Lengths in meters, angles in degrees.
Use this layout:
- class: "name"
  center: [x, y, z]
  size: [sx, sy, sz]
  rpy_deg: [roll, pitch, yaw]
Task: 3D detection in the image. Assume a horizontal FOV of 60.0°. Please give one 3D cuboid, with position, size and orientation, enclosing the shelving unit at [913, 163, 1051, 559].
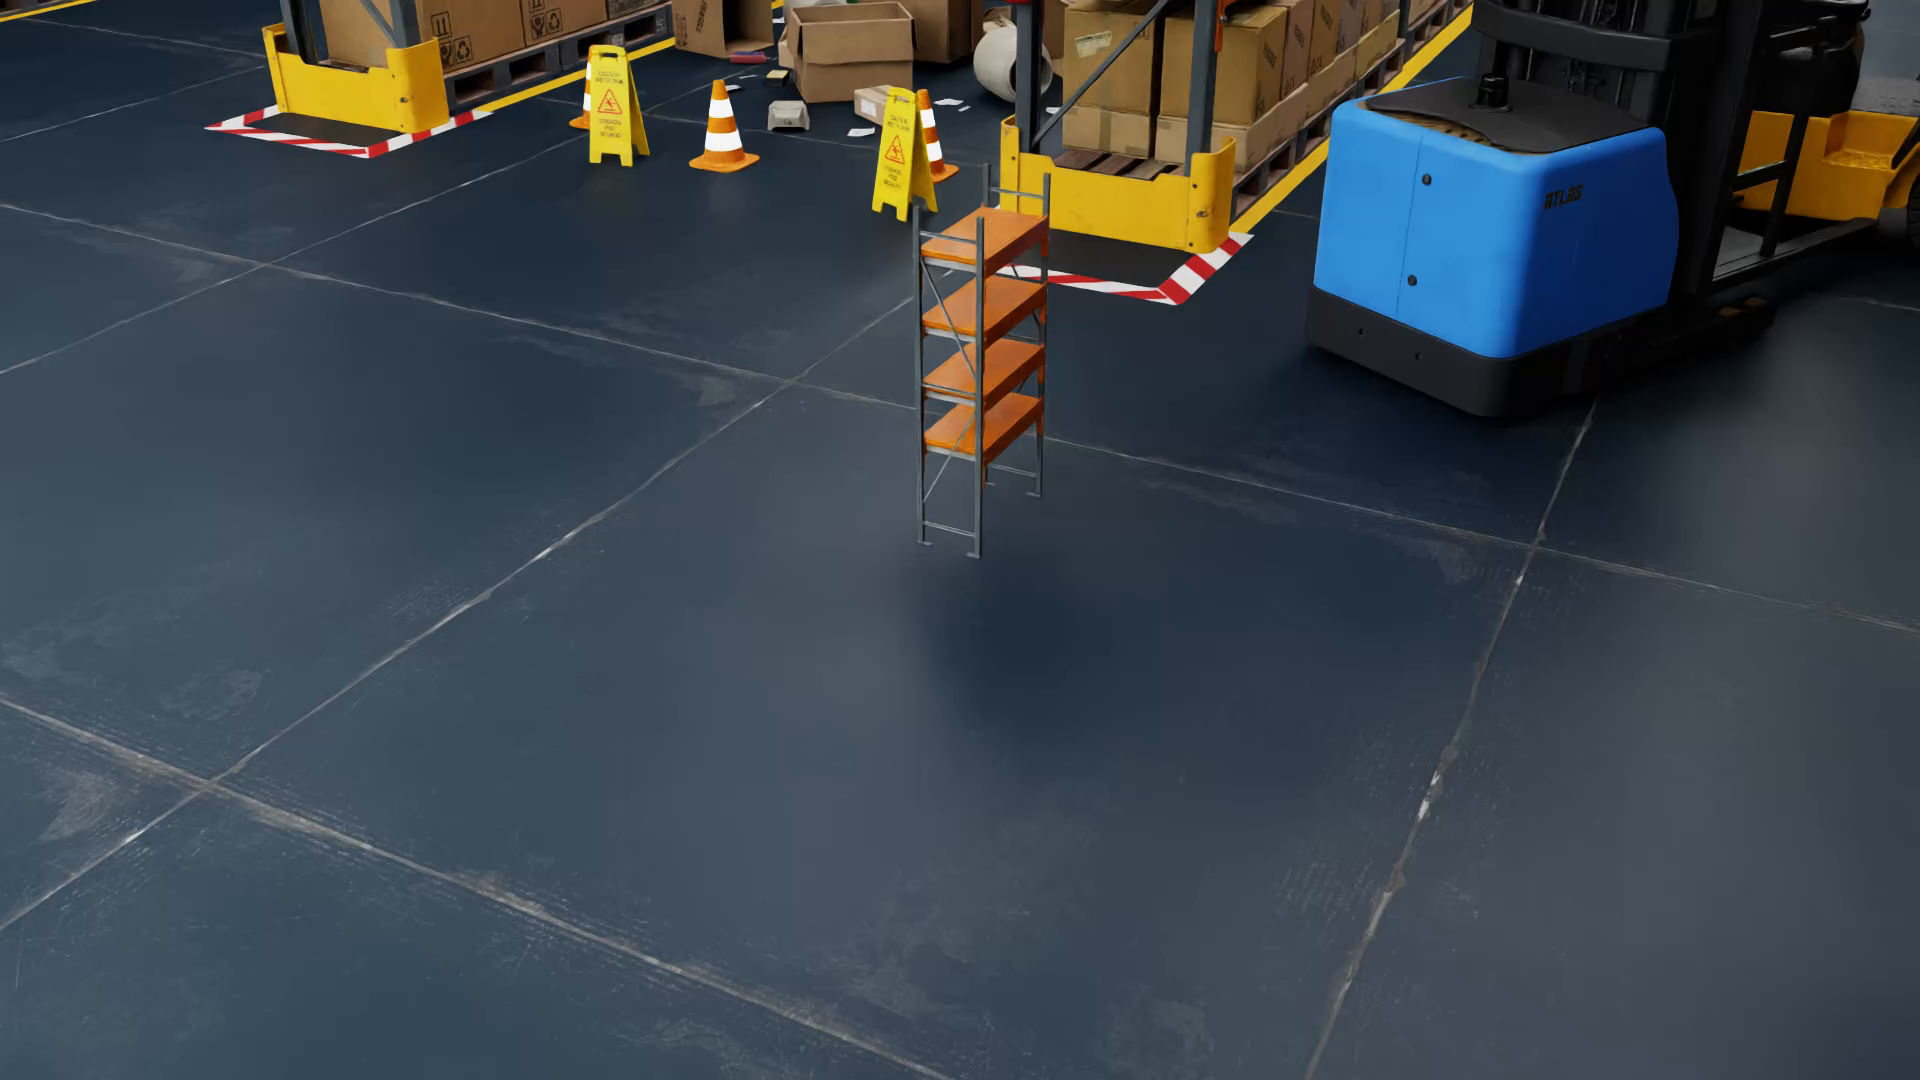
- class: "shelving unit"
  center: [0.075, -0.594, 5.579]
  size: [0.258, 1.200, 0.503]
  rpy_deg: [14, 33, 23]

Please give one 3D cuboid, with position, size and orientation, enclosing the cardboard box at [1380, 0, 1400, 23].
- class: "cardboard box"
  center: [2.541, -3.642, 10.667]
  size: [0.500, 0.500, 0.500]
  rpy_deg: [14, 33, 23]

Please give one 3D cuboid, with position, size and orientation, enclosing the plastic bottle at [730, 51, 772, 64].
- class: "plastic bottle"
  center: [-1.435, -3.333, 11.493]
  size: [0.283, 0.061, 0.133]
  rpy_deg: [4, 30, 6]

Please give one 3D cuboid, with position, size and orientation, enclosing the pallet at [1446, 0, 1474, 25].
- class: "pallet"
  center: [3.479, -4.330, 13.077]
  size: [1.003, 0.211, 1.213]
  rpy_deg: [14, 33, 23]

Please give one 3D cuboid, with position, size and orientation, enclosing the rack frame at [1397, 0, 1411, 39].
- class: "rack frame"
  center: [2.571, -4.650, 10.836]
  size: [1.000, 3.000, 0.127]
  rpy_deg: [14, 33, 23]

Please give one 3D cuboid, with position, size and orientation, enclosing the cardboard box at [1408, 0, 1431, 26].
- class: "cardboard box"
  center: [2.808, -3.926, 11.792]
  size: [0.950, 0.372, 0.625]
  rpy_deg: [15, 33, 24]

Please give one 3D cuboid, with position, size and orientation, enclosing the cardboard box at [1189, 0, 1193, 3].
- class: "cardboard box"
  center: [1.117, -2.839, 9.267]
  size: [0.500, 0.500, 0.500]
  rpy_deg: [16, 33, 25]

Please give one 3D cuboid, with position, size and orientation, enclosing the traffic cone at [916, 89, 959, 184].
- class: "traffic cone"
  center: [-0.203, -2.260, 9.221]
  size: [0.336, 0.463, 0.334]
  rpy_deg: [14, 33, 23]

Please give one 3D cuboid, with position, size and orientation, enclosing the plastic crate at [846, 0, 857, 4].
- class: "plastic crate"
  center: [-0.794, -4.160, 12.748]
  size: [0.662, 0.188, 0.450]
  rpy_deg: [-18, 24, -28]

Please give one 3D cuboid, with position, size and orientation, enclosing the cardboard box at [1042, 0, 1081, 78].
- class: "cardboard box"
  center: [0.872, -3.401, 11.168]
  size: [0.500, 0.500, 0.500]
  rpy_deg: [-12, 32, -20]

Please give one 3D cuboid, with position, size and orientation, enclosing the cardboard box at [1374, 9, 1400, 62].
- class: "cardboard box"
  center: [2.541, -3.317, 10.854]
  size: [0.500, 0.250, 0.500]
  rpy_deg: [16, 33, 25]

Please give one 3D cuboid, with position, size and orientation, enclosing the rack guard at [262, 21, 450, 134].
- class: "rack guard"
  center: [-3.715, -2.861, 10.230]
  size: [1.175, 0.500, 0.348]
  rpy_deg: [14, 33, 23]

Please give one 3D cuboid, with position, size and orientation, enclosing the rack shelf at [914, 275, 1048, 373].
- class: "rack shelf"
  center: [0.075, -0.729, 5.501]
  size: [0.258, 0.148, 0.480]
  rpy_deg: [14, 33, 23]

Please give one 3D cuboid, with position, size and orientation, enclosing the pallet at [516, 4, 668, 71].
- class: "pallet"
  center: [-2.852, -3.657, 11.907]
  size: [1.003, 0.211, 1.213]
  rpy_deg: [14, 33, 23]

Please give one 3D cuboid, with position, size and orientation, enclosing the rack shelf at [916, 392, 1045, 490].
- class: "rack shelf"
  center: [0.075, -0.363, 5.711]
  size: [0.258, 0.148, 0.480]
  rpy_deg: [14, 33, 23]

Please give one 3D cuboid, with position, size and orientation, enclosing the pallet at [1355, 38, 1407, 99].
- class: "pallet"
  center: [2.297, -3.135, 10.998]
  size: [1.003, 0.211, 1.213]
  rpy_deg: [14, 33, 23]

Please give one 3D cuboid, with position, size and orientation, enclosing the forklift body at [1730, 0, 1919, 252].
- class: "forklift body"
  center: [4.409, -2.639, 8.186]
  size: [2.313, 2.155, 1.214]
  rpy_deg: [14, 33, 23]

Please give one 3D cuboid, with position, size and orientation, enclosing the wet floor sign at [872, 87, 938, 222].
- class: "wet floor sign"
  center: [-0.290, -2.015, 8.610]
  size: [0.232, 0.644, 0.267]
  rpy_deg: [-25, 38, -36]

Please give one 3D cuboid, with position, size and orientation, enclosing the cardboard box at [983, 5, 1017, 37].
- class: "cardboard box"
  center: [0.289, -3.591, 11.736]
  size: [0.258, 0.266, 0.396]
  rpy_deg: [-7, 31, -11]

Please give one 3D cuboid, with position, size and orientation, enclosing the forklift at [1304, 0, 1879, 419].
- class: "forklift"
  center: [2.973, -2.309, 6.827]
  size: [3.031, 2.935, 1.130]
  rpy_deg: [-19, 35, -30]

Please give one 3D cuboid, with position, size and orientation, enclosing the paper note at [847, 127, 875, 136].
- class: "paper note"
  center: [-0.592, -2.460, 10.004]
  size: [0.148, 0.019, 0.142]
  rpy_deg: [4, 30, 6]

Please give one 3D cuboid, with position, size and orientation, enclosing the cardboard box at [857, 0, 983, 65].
- class: "cardboard box"
  center: [-0.286, -3.623, 11.417]
  size: [0.797, 0.637, 0.503]
  rpy_deg: [14, 33, 23]

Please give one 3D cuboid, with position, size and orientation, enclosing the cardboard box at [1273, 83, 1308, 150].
- class: "cardboard box"
  center: [1.602, -2.386, 9.233]
  size: [0.500, 0.250, 0.500]
  rpy_deg: [16, 33, 25]

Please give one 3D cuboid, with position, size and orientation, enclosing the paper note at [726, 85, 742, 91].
- class: "paper note"
  center: [-1.497, -2.959, 10.873]
  size: [0.142, 0.017, 0.144]
  rpy_deg: [-25, 38, -36]

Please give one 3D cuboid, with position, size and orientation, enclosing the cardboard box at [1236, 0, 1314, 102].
- class: "cardboard box"
  center: [1.607, -2.730, 9.079]
  size: [0.500, 0.500, 0.500]
  rpy_deg: [13, 32, 21]

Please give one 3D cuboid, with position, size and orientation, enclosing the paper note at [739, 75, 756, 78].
- class: "paper note"
  center: [-1.423, -3.108, 11.151]
  size: [0.123, 0.001, 0.032]
  rpy_deg: [-18, 34, -28]

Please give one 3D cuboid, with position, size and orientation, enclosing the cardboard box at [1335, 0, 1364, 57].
- class: "cardboard box"
  center: [2.079, -3.190, 9.879]
  size: [0.500, 0.500, 0.500]
  rpy_deg: [16, 34, 26]

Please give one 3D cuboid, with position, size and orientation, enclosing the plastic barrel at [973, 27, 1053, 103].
- class: "plastic barrel"
  center: [0.342, -3.019, 10.582]
  size: [0.421, 0.421, 0.512]
  rpy_deg: [-12, 32, -20]

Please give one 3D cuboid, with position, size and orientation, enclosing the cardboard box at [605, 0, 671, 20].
- class: "cardboard box"
  center: [-2.637, -4.326, 11.983]
  size: [0.875, 0.875, 0.875]
  rpy_deg: [15, 33, 24]

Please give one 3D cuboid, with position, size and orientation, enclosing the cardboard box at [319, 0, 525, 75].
- class: "cardboard box"
  center: [-3.453, -3.532, 10.600]
  size: [0.875, 0.875, 0.875]
  rpy_deg: [14, 33, 24]

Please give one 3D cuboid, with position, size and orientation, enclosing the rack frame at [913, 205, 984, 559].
- class: "rack frame"
  center: [-0.036, -0.486, 5.391]
  size: [0.240, 1.200, 0.015]
  rpy_deg: [14, 33, 23]

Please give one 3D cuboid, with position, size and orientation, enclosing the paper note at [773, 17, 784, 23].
- class: "paper note"
  center: [-1.382, -3.938, 12.576]
  size: [0.147, 0.020, 0.142]
  rpy_deg: [-7, 31, -11]

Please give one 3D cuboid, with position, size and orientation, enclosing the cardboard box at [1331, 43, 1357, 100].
- class: "cardboard box"
  center: [2.072, -2.854, 10.048]
  size: [0.500, 0.250, 0.500]
  rpy_deg: [15, 33, 24]

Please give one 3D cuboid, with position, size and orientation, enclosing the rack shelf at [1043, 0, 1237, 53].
- class: "rack shelf"
  center: [1.660, -3.452, 9.471]
  size: [1.077, 0.370, 4.000]
  rpy_deg: [14, 33, 23]

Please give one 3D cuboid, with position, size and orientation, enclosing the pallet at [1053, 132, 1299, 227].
- class: "pallet"
  center: [1.185, -2.054, 9.114]
  size: [1.003, 0.211, 1.213]
  rpy_deg: [14, 33, 23]

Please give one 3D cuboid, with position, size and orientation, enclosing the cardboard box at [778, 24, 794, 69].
- class: "cardboard box"
  center: [-1.025, -3.363, 11.340]
  size: [0.396, 0.266, 0.258]
  rpy_deg: [21, 36, 32]
